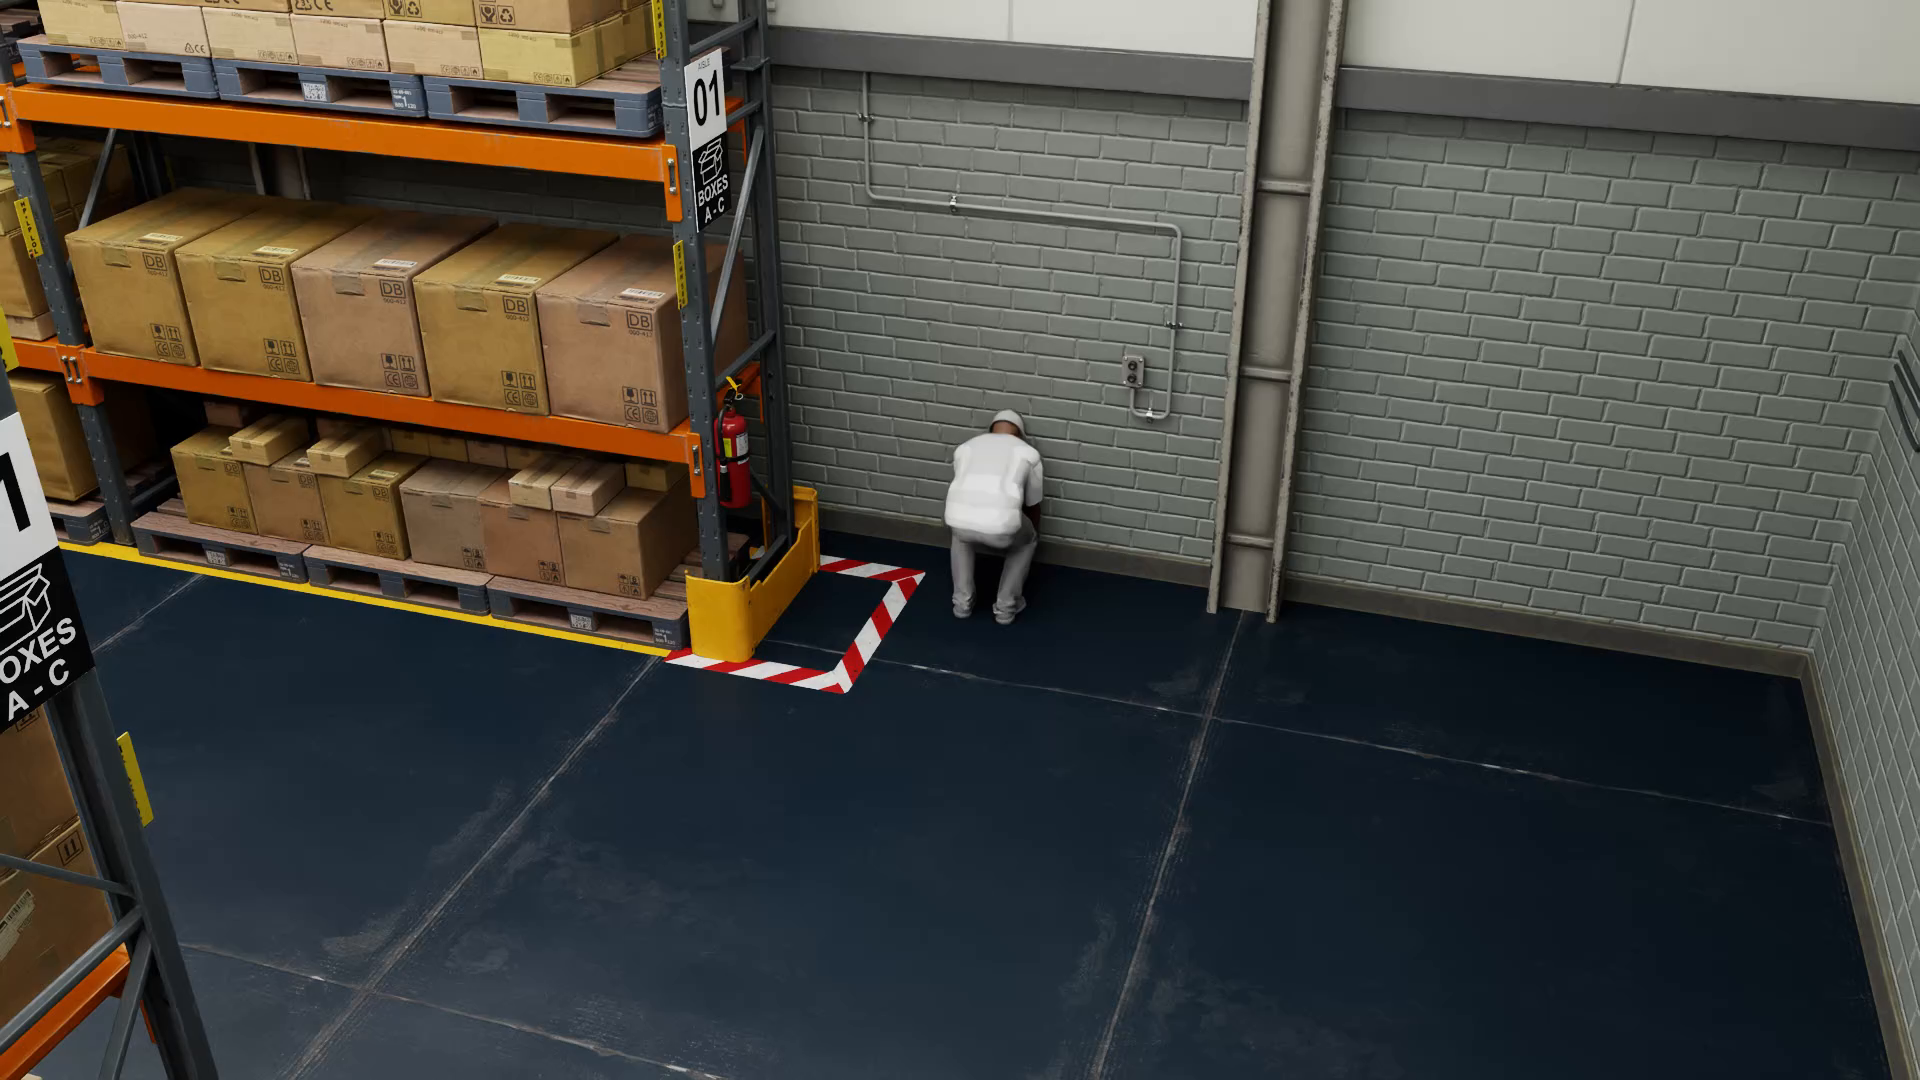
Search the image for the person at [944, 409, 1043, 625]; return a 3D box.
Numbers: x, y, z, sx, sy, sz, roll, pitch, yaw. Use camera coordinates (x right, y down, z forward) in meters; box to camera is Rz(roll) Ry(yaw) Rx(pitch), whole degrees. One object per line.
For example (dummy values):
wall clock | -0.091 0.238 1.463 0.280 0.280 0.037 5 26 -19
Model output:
person | 0.189 -0.121 9.477 0.525 1.015 0.959 7 30 13
